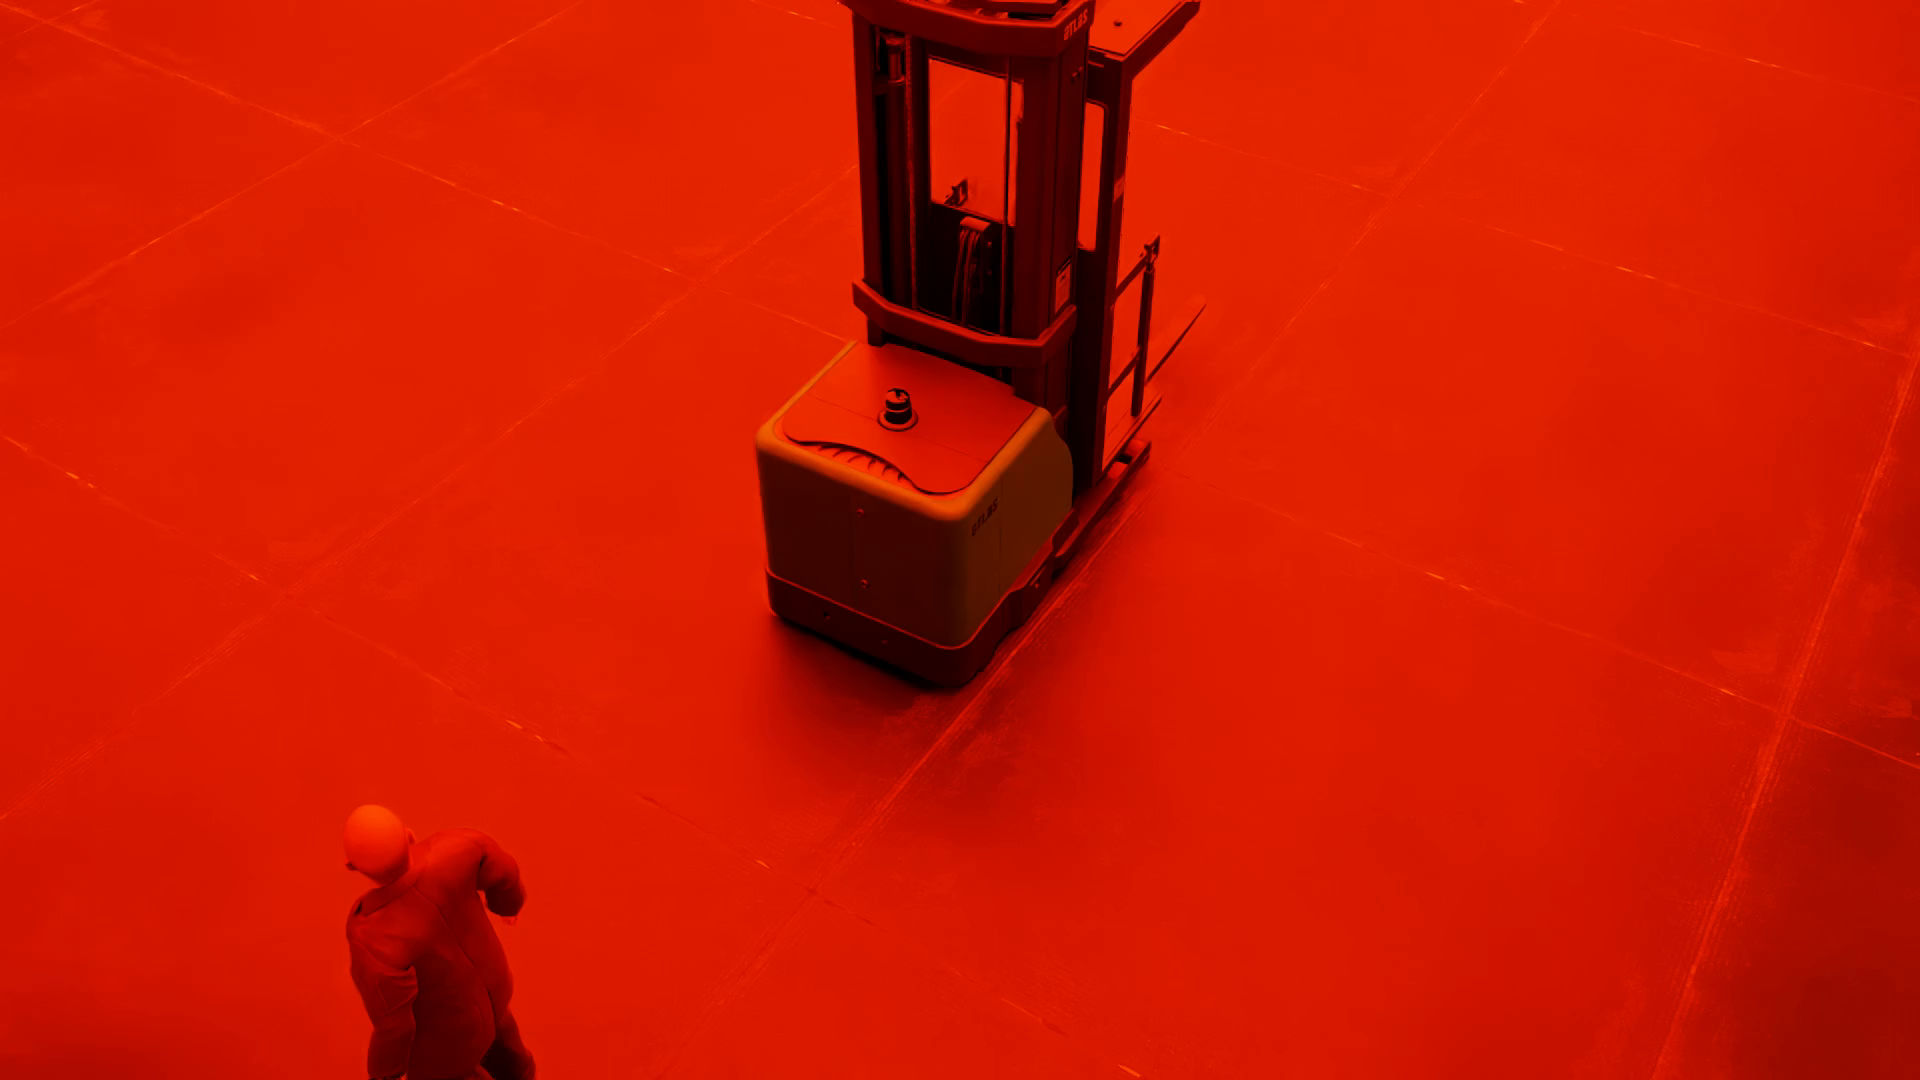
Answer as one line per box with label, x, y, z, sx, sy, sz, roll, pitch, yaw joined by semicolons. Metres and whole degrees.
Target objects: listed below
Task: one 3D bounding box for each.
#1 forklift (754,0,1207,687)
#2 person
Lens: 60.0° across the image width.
forklift;0.298;-1.431;7.358;1.130;2.935;3.031;22;48;21
person;-1.668;1.381;5.233;0.496;1.774;0.741;14;45;14
